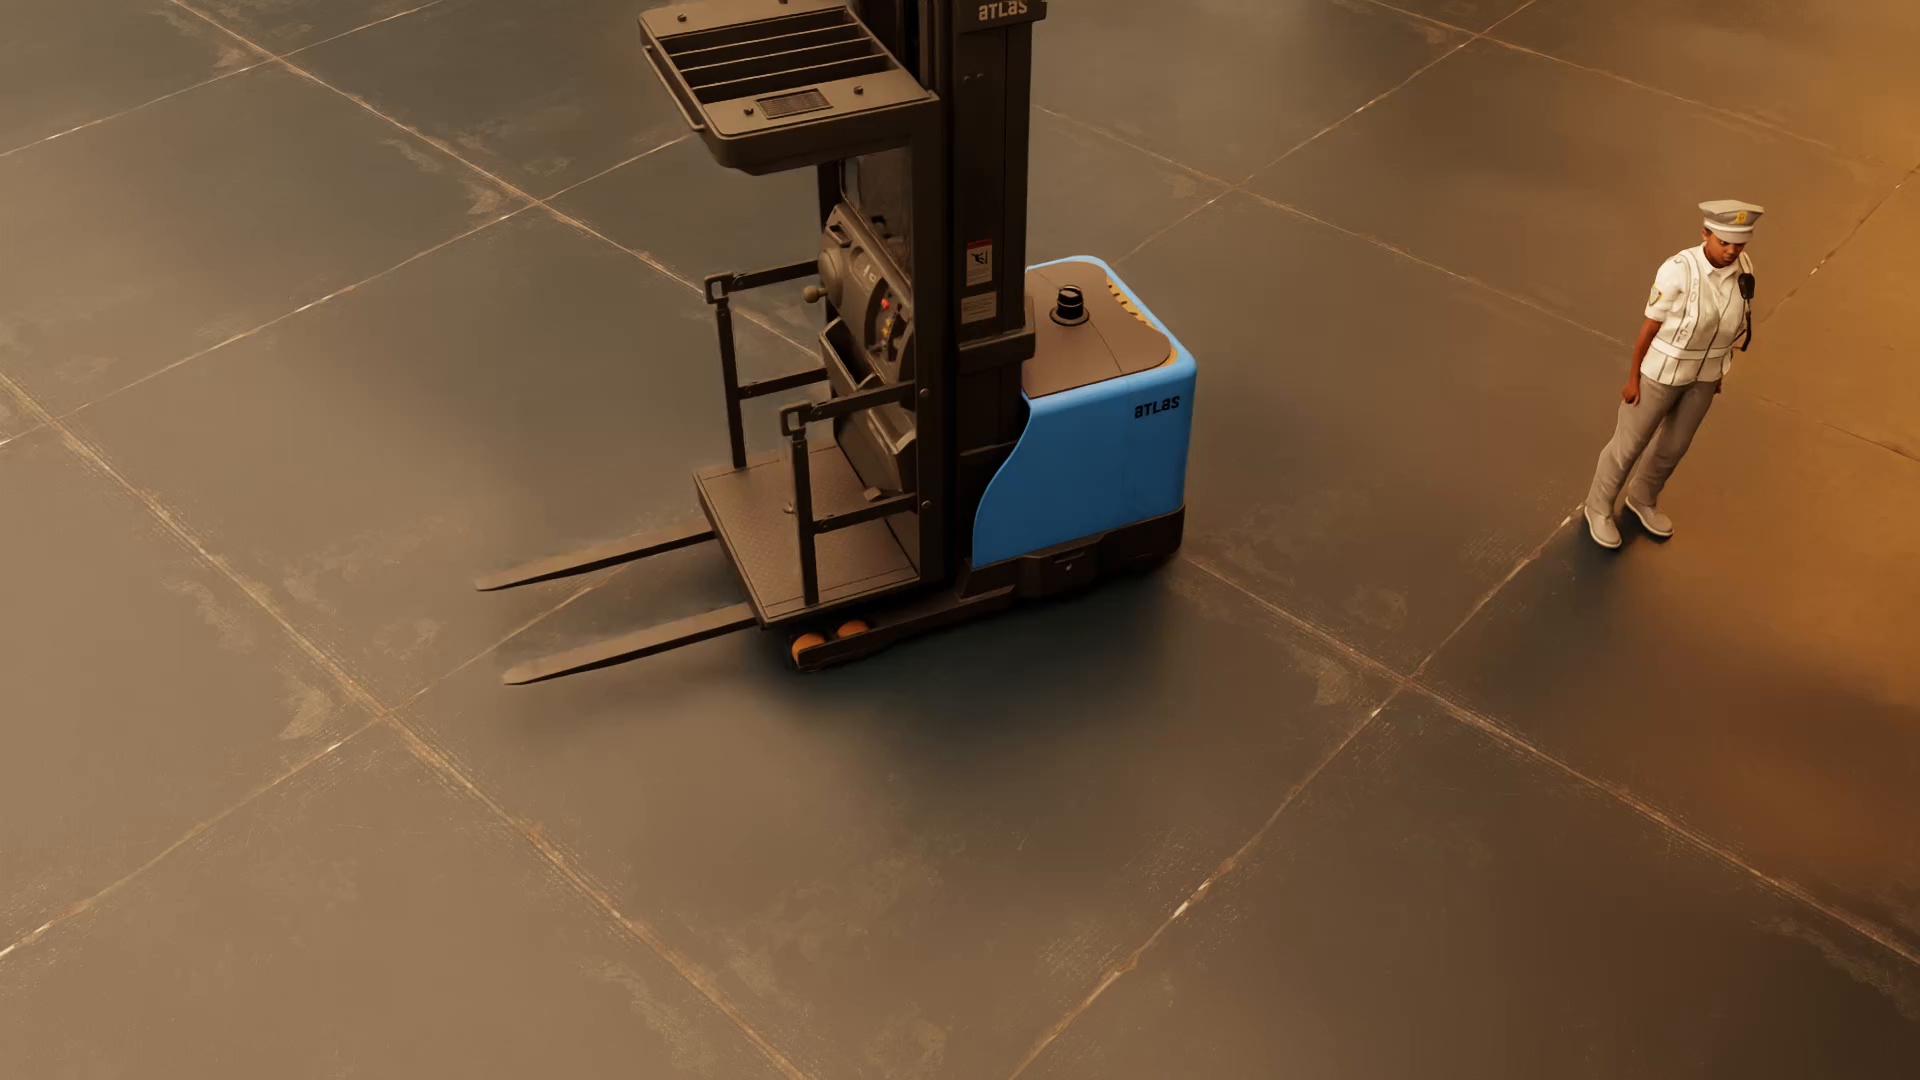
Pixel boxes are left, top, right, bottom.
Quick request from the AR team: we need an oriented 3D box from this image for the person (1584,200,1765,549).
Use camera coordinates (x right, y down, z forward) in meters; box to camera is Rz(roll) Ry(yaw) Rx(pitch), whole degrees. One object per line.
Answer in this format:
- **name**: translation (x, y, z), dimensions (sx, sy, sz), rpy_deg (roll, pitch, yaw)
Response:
- **person**: translation (3.122, -0.722, 7.229), dimensions (0.462, 1.689, 0.345), rpy_deg (-8, 41, -9)

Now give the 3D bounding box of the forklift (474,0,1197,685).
- **forklift**: translation (-0.561, -0.949, 6.534), dimensions (3.031, 2.935, 1.130), rpy_deg (-15, 43, -17)
